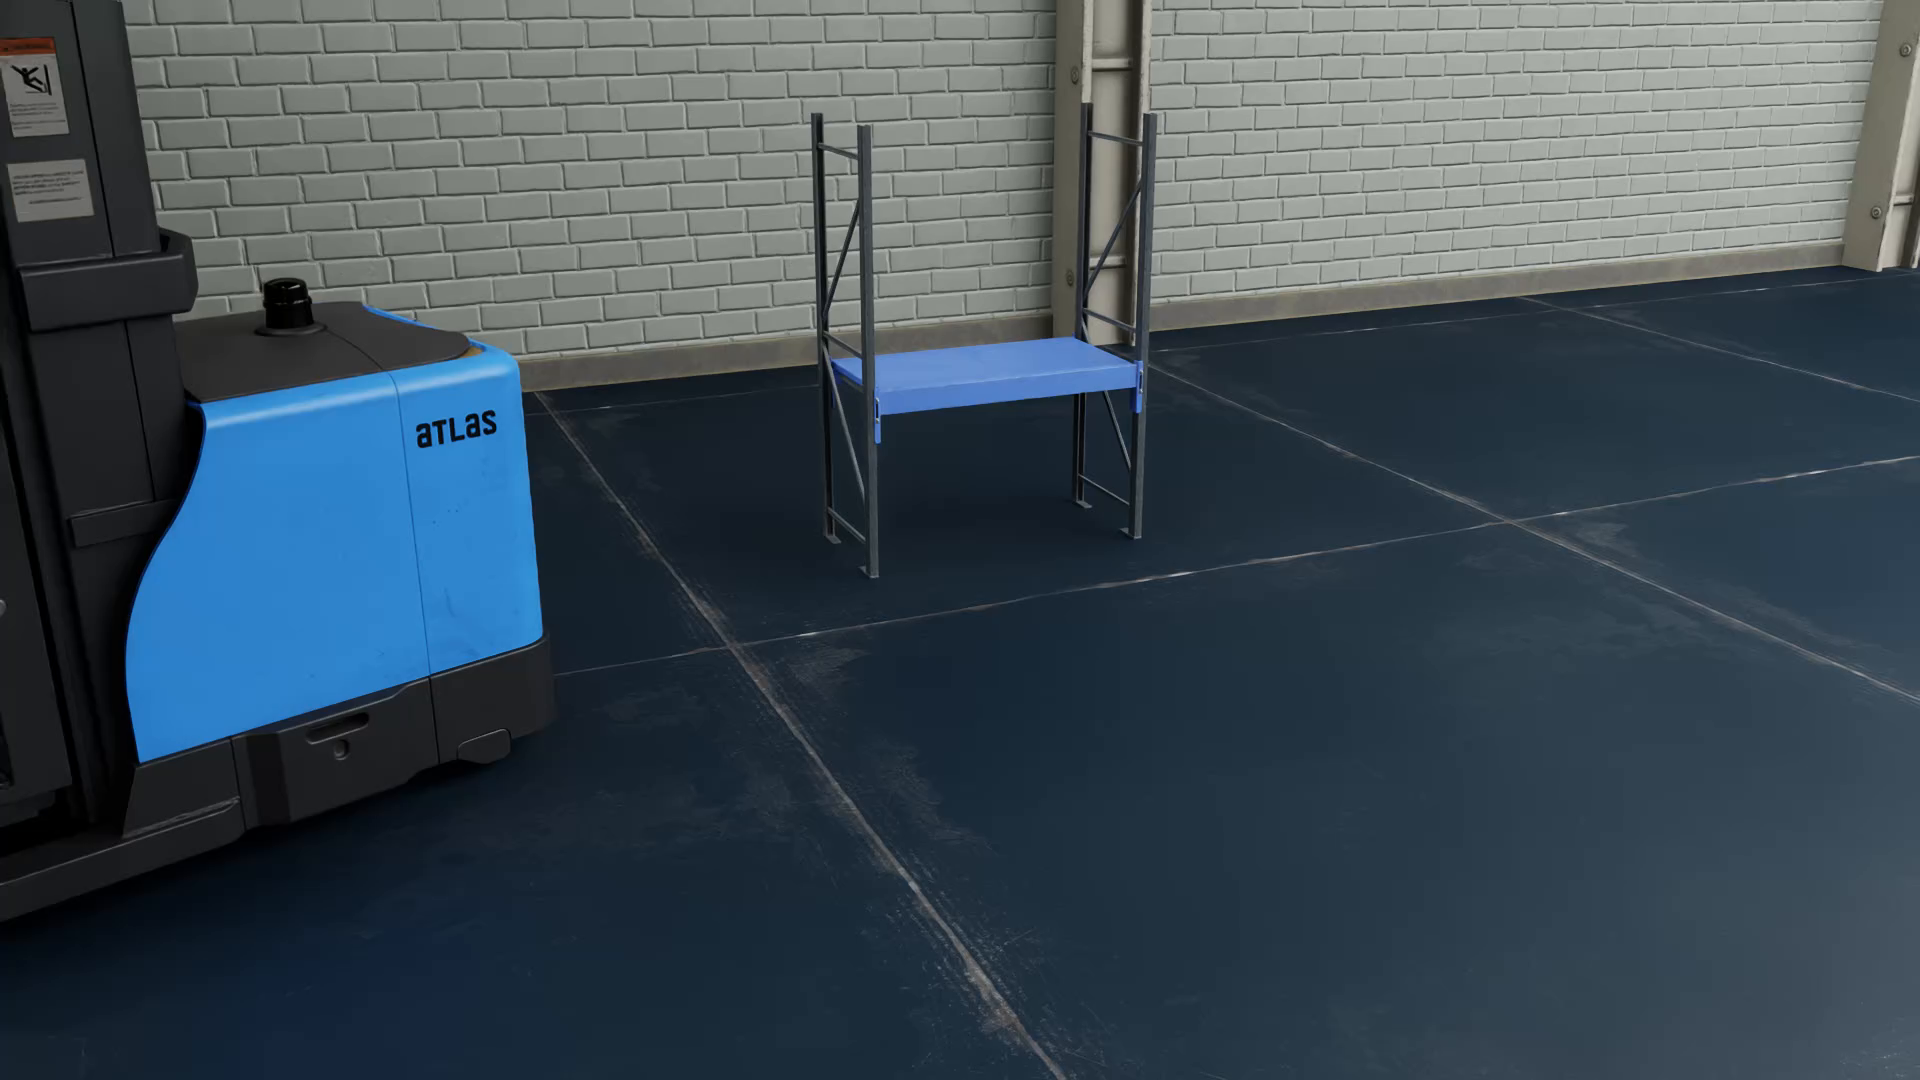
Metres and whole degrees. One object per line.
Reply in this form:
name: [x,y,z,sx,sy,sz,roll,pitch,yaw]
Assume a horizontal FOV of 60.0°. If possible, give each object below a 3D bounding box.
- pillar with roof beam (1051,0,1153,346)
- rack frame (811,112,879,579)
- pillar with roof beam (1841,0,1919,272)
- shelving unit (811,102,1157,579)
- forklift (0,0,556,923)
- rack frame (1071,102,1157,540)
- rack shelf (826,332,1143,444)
pillar with roof beam: [2.443,-4.010,3.862,0.400,9.000,9.100,-8,21,-22]
rack frame: [-0.388,-0.652,5.615,0.032,1.500,0.500,-8,21,-22]
pillar with roof beam: [7.952,-4.800,6.104,0.400,9.000,9.100,-8,21,-22]
shelving unit: [0.078,-0.719,5.805,1.048,1.500,0.538,-8,21,-22]
forklift: [-2.496,-0.613,3.350,3.031,2.935,1.130,-18,26,-41]
rack frame: [0.545,-0.786,5.995,0.032,1.500,0.500,-8,21,-22]
rack shelf: [0.078,-0.549,5.865,1.000,0.185,0.538,-8,21,-22]
